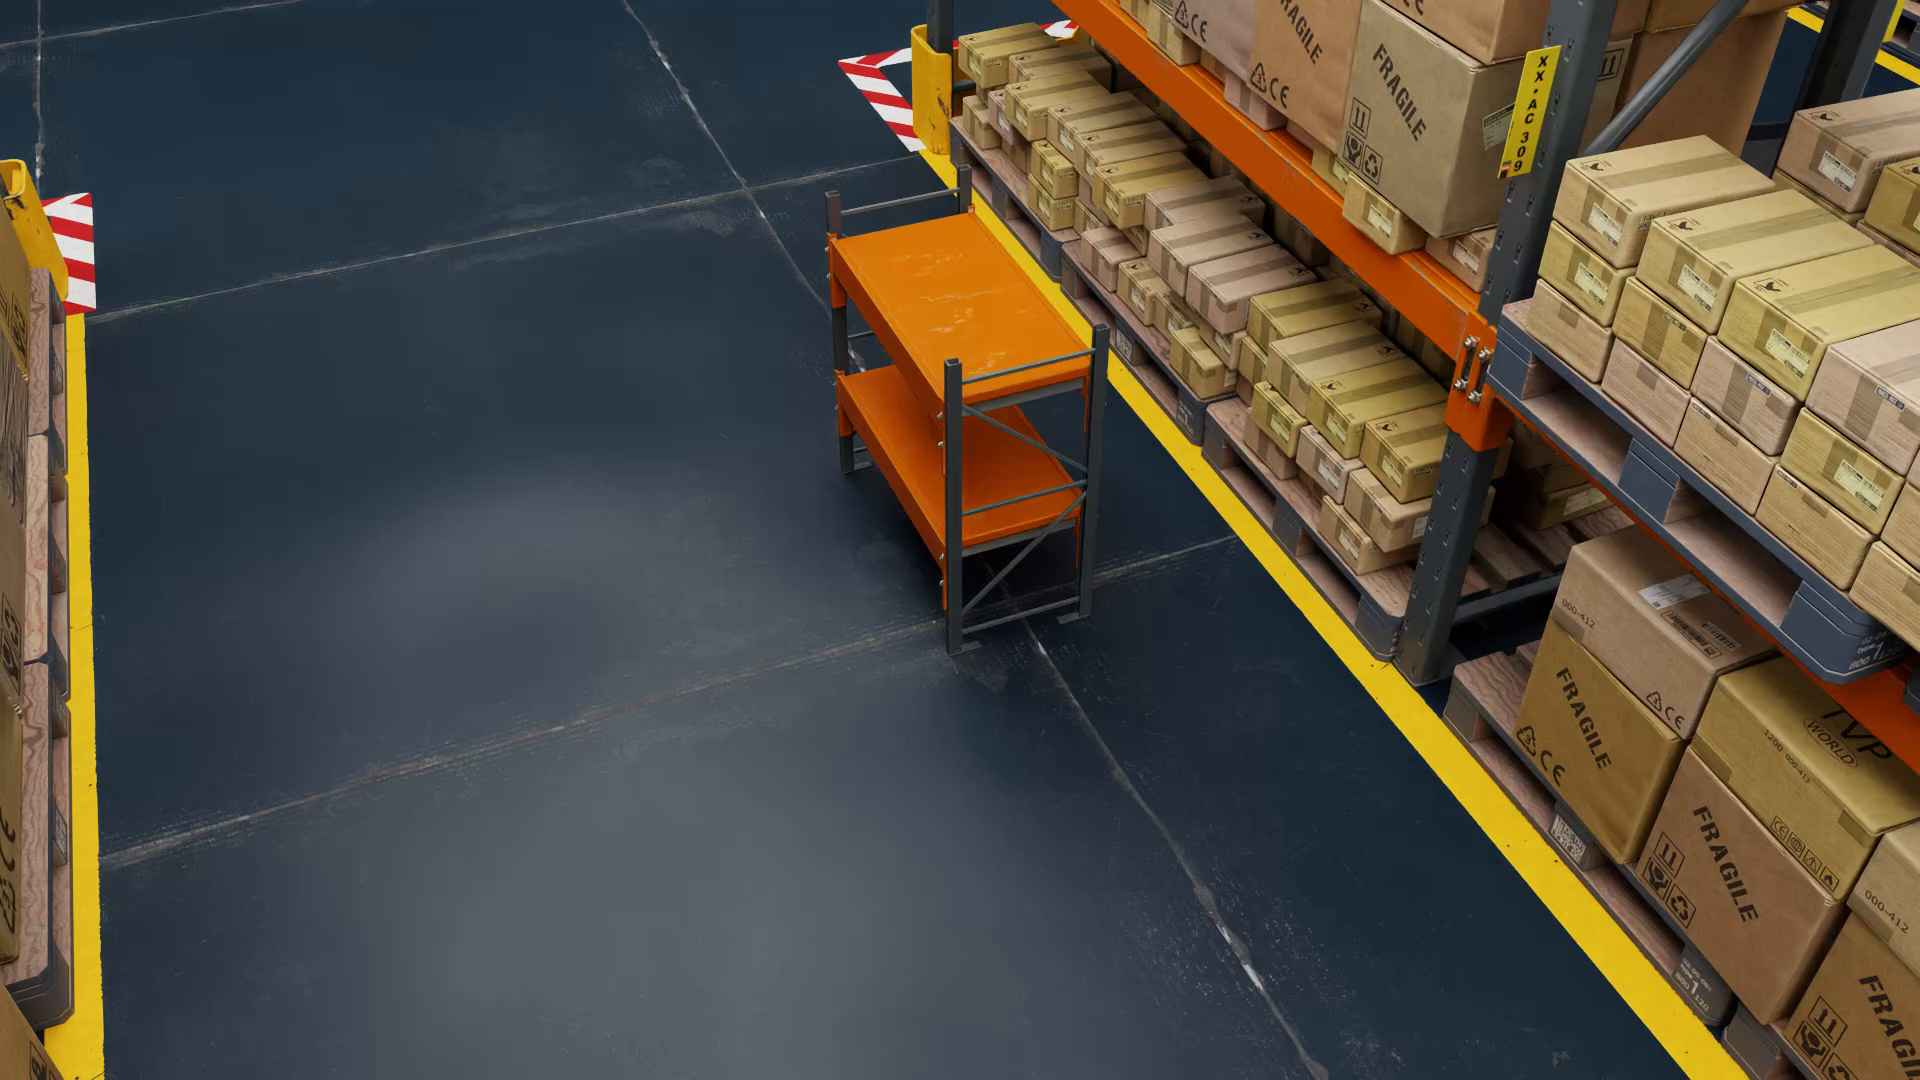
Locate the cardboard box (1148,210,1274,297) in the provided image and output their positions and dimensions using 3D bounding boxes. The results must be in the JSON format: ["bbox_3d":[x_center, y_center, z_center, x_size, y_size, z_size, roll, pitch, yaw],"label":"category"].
[{"bbox_3d":[0.915,-1.050,6.079,0.380,0.149,0.250,-17,43,-18],"label":"cardboard box"}]

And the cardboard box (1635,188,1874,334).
[{"bbox_3d":[1.697,-0.601,3.562,0.380,0.149,0.250,-14,43,-16],"label":"cardboard box"}]

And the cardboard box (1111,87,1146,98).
[{"bbox_3d":[0.844,-2.013,7.426,0.380,0.149,0.250,-16,43,-18],"label":"cardboard box"}]

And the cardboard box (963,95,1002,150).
[{"bbox_3d":[0.233,-1.922,7.549,0.380,0.149,0.250,-14,43,-16],"label":"cardboard box"}]

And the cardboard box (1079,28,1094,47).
[{"bbox_3d":[0.765,-2.287,7.517,0.380,0.149,0.250,-15,43,-16],"label":"cardboard box"}]

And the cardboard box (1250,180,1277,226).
[{"bbox_3d":[1.344,-1.340,6.416,0.380,0.149,0.250,-15,43,-17],"label":"cardboard box"}]

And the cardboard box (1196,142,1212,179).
[{"bbox_3d":[1.205,-1.562,6.902,0.380,0.149,0.250,-14,43,-16],"label":"cardboard box"}]

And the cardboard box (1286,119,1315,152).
[{"bbox_3d":[1.252,-1.324,5.182,0.380,0.149,0.250,-16,43,-18],"label":"cardboard box"}]

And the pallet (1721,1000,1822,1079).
[{"bbox_3d":[2.629,1.432,3.922,1.003,0.211,1.213,-15,43,-17],"label":"pallet"}]

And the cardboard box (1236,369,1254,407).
[{"bbox_3d":[1.223,-0.569,5.975,0.380,0.149,0.250,-16,43,-18],"label":"cardboard box"}]

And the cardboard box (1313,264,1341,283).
[{"bbox_3d":[1.525,-0.922,6.157,0.380,0.149,0.250,-13,42,-15],"label":"cardboard box"}]

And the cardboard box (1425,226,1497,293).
[{"bbox_3d":[1.533,-0.848,4.628,0.380,0.149,0.250,-16,43,-17],"label":"cardboard box"}]

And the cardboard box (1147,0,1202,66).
[{"bbox_3d":[0.869,-1.772,5.702,0.380,0.149,0.250,-14,43,-16],"label":"cardboard box"}]

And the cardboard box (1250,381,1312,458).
[{"bbox_3d":[1.211,-0.448,5.607,0.380,0.149,0.250,-17,43,-18],"label":"cardboard box"}]

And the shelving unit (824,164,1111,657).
[{"bbox_3d":[-0.003,-0.431,5.388,0.538,1.125,1.048,-15,43,-17],"label":"shelving unit"}]

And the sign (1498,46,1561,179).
[{"bbox_3d":[1.360,-1.018,3.969,0.100,0.325,0.005,-15,43,-17],"label":"sign"}]

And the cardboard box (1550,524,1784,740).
[{"bbox_3d":[1.898,0.186,4.253,0.500,0.250,0.500,-17,44,-19],"label":"cardboard box"}]

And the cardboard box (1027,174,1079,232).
[{"bbox_3d":[0.507,-1.455,7.006,0.380,0.149,0.250,-15,43,-16],"label":"cardboard box"}]

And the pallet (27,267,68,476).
[{"bbox_3d":[-3.915,-0.543,6.220,1.003,0.211,1.213,-15,43,-17],"label":"pallet"}]

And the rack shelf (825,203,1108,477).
[{"bbox_3d":[-0.003,-0.652,5.197,0.538,0.278,1.000,-15,43,-17],"label":"rack shelf"}]

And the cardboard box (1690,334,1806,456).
[{"bbox_3d":[1.785,-0.343,3.491,0.380,0.149,0.250,-14,43,-16],"label":"cardboard box"}]

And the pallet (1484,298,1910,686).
[{"bbox_3d":[2.017,-0.260,3.899,1.003,0.211,1.213,-15,43,-17],"label":"pallet"}]

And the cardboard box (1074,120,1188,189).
[{"bbox_3d":[0.678,-1.525,6.631,0.380,0.149,0.250,-14,43,-15],"label":"cardboard box"}]

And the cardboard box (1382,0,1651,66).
[{"bbox_3d":[1.429,-1.575,4.209,0.500,0.500,0.500,-17,43,-18],"label":"cardboard box"}]

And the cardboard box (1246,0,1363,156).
[{"bbox_3d":[1.215,-1.514,4.905,0.500,0.500,0.500,-16,43,-18],"label":"cardboard box"}]

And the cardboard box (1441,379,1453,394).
[{"bbox_3d":[1.836,-0.449,5.608,0.380,0.149,0.250,-15,43,-17],"label":"cardboard box"}]

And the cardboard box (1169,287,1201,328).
[{"bbox_3d":[1.006,-0.939,6.177,0.380,0.149,0.250,-17,44,-19],"label":"cardboard box"}]

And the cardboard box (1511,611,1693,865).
[{"bbox_3d":[1.897,0.470,4.498,0.500,0.500,0.500,-14,43,-15],"label":"cardboard box"}]

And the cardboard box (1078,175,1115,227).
[{"bbox_3d":[0.707,-1.428,6.747,0.380,0.149,0.250,-17,44,-19],"label":"cardboard box"}]

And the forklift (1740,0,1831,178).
[{"bbox_3d":[3.063,-2.447,6.348,3.031,2.935,1.130,-6,41,-7],"label":"forklift"}]

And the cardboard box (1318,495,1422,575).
[{"bbox_3d":[1.394,-0.059,5.383,0.380,0.149,0.250,-15,43,-16],"label":"cardboard box"}]

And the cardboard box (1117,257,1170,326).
[{"bbox_3d":[0.837,-0.993,6.469,0.380,0.149,0.250,-15,43,-17],"label":"cardboard box"}]

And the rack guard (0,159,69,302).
[{"bbox_3d":[-4.302,-1.129,6.680,1.175,0.500,0.348,-15,43,-17],"label":"rack guard"}]

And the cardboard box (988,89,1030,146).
[{"bbox_3d":[0.344,-1.871,7.262,0.380,0.149,0.250,-15,43,-17],"label":"cardboard box"}]

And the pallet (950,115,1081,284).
[{"bbox_3d":[0.636,-1.638,7.493,1.003,0.211,1.213,-15,43,-17],"label":"pallet"}]

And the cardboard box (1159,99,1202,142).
[{"bbox_3d":[1.065,-1.825,6.980,0.380,0.149,0.250,-17,43,-19],"label":"cardboard box"}]

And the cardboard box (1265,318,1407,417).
[{"bbox_3d":[1.246,-0.575,5.526,0.380,0.149,0.250,-15,43,-17],"label":"cardboard box"}]

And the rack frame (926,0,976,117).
[{"bbox_3d":[0.328,-3.239,7.216,1.000,3.000,0.127,-15,43,-17],"label":"rack frame"}]

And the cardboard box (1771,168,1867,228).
[{"bbox_3d":[2.194,-0.816,4.041,0.380,0.149,0.250,-14,43,-16],"label":"cardboard box"}]

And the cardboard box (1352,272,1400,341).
[{"bbox_3d":[1.605,-0.865,5.863,0.380,0.149,0.250,-16,43,-18],"label":"cardboard box"}]

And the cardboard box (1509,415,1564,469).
[{"bbox_3d":[1.918,-0.393,5.314,0.380,0.149,0.250,-13,42,-15],"label":"cardboard box"}]

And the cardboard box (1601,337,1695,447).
[{"bbox_3d":[1.696,-0.376,3.757,0.380,0.149,0.250,-14,43,-16],"label":"cardboard box"}]

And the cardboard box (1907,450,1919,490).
[{"bbox_3d":[1.984,-0.140,3.027,0.380,0.149,0.250,-15,43,-17],"label":"cardboard box"}]

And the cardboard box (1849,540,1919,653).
[{"bbox_3d":[1.981,0.080,3.227,0.380,0.149,0.250,-17,44,-19],"label":"cardboard box"}]

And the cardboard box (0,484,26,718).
[{"bbox_3d":[-3.285,0.034,4.718,0.875,0.875,0.875,-15,43,-17],"label":"cardboard box"}]

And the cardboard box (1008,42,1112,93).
[{"bbox_3d":[0.432,-2.007,7.191,0.380,0.149,0.250,-14,43,-16],"label":"cardboard box"}]
